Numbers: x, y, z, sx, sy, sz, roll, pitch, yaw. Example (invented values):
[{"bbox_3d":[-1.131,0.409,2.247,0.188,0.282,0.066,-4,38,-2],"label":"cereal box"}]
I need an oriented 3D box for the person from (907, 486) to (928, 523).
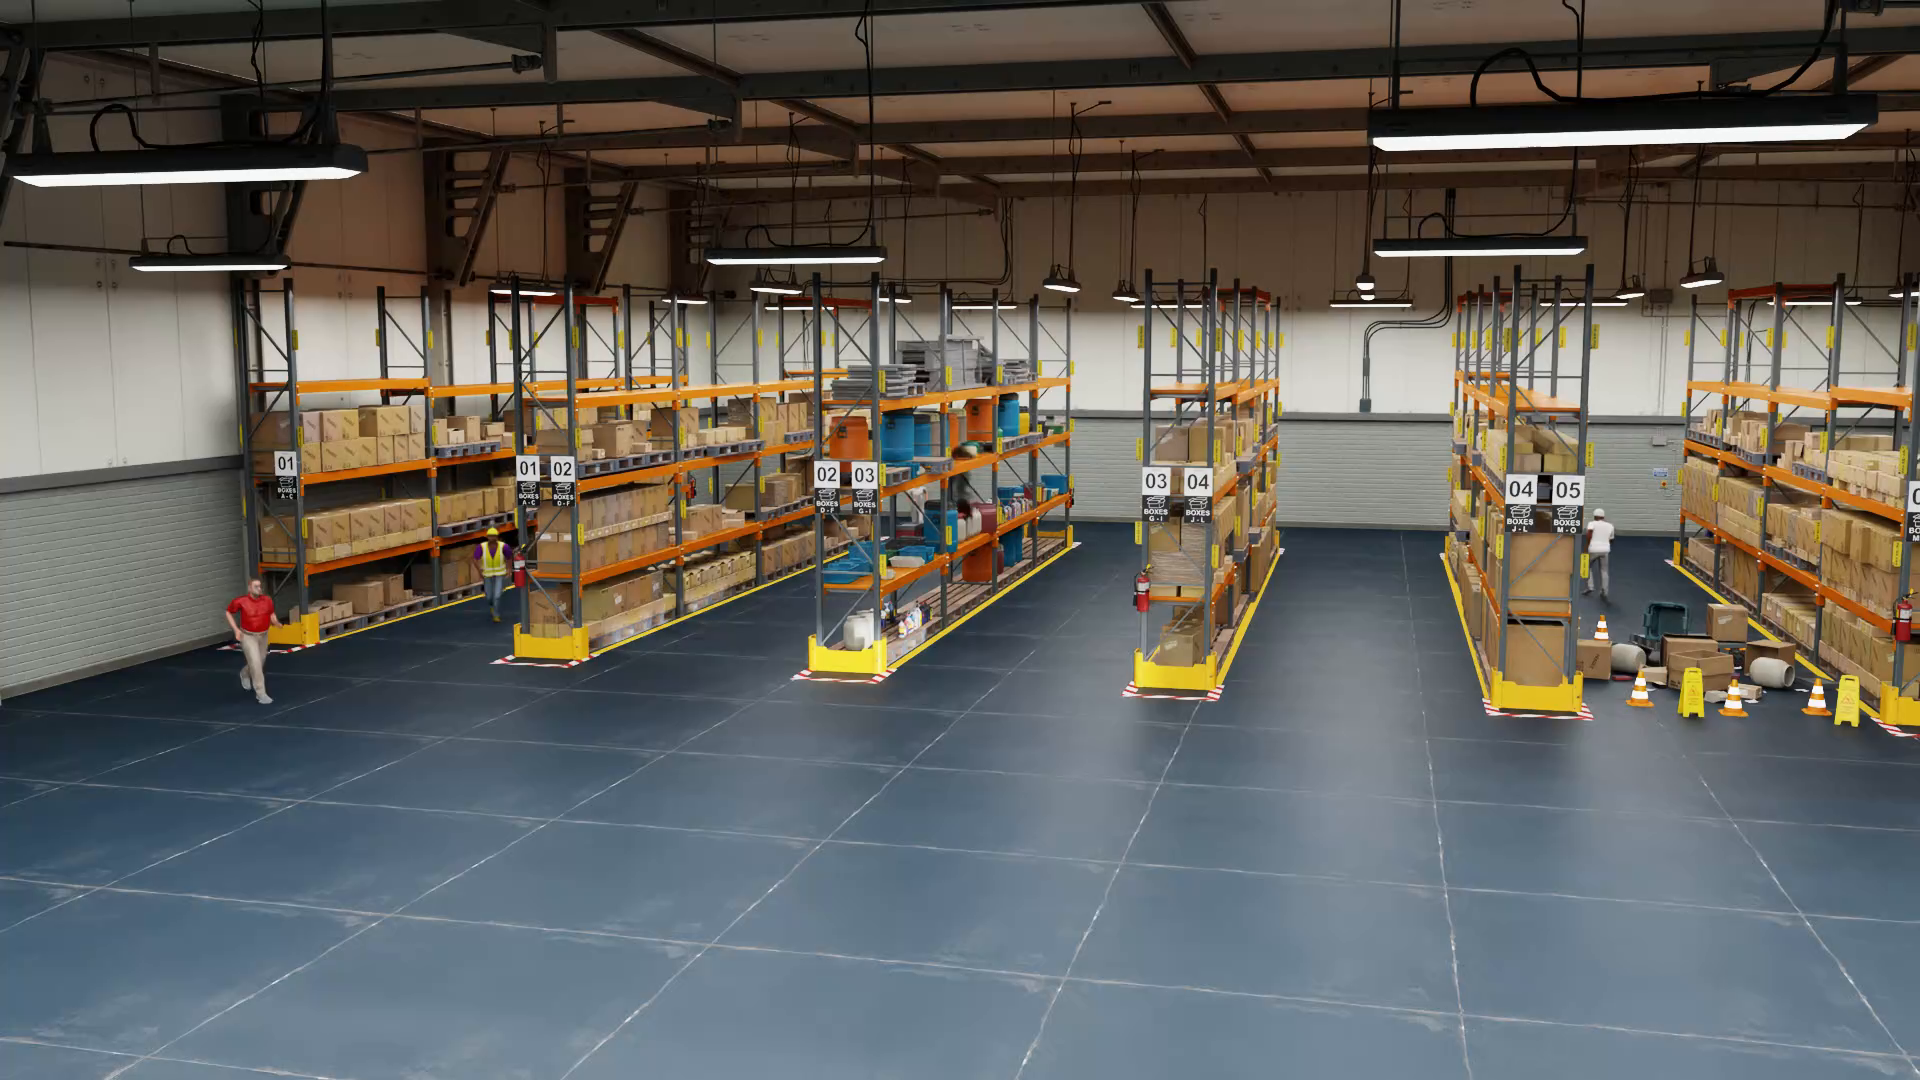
[{"bbox_3d":[-1.046,-0.731,40.908,0.530,1.722,0.839,0,7,-2],"label":"person"}]

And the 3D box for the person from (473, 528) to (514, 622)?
[{"bbox_3d":[-8.330,0.611,29.710,0.701,1.698,0.647,-1,7,-10],"label":"person"}]

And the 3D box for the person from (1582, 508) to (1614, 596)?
[{"bbox_3d":[12.483,0.250,32.494,0.642,1.707,0.968,1,7,5],"label":"person"}]

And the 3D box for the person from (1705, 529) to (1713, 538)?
[{"bbox_3d":[18.032,-0.554,39.478,0.910,1.653,0.605,0,7,1],"label":"person"}]

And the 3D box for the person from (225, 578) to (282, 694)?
[{"bbox_3d":[-9.870,1.333,23.223,0.864,1.624,0.636,5,9,37],"label":"person"}]
